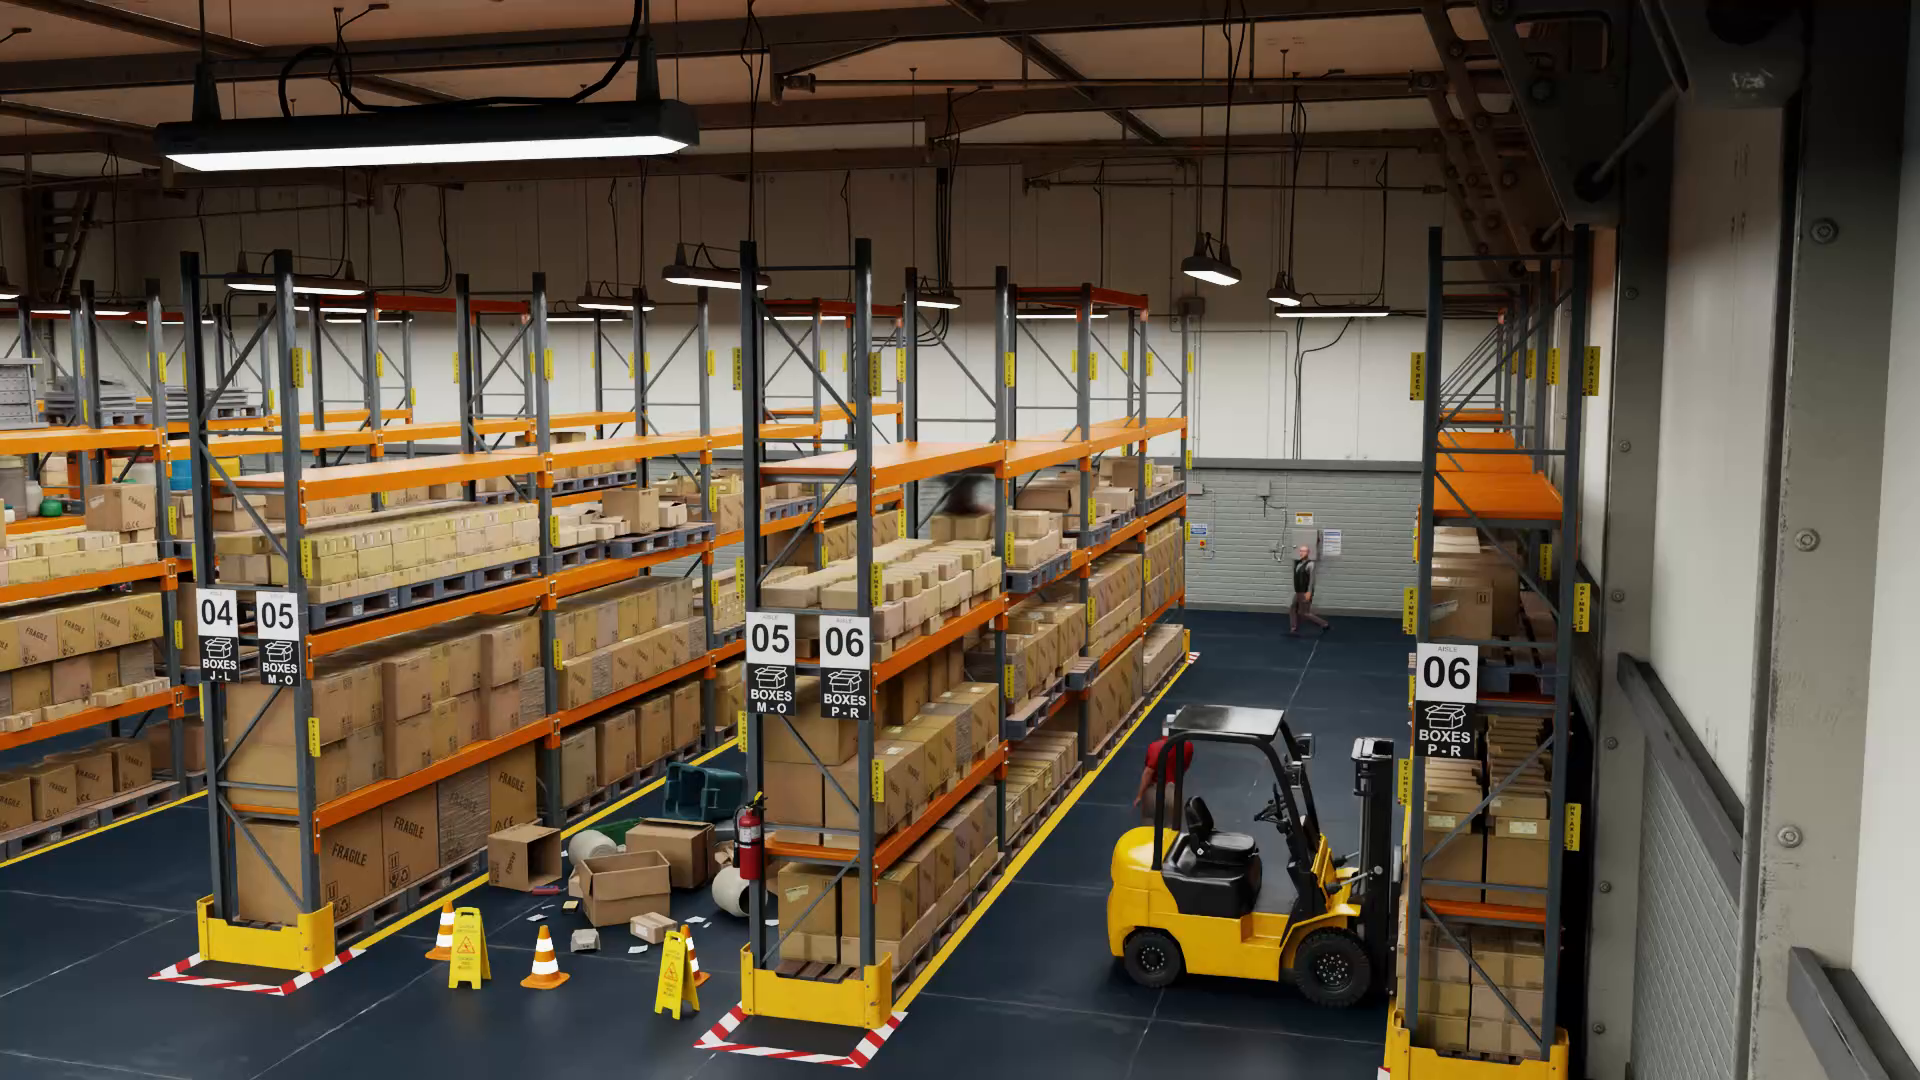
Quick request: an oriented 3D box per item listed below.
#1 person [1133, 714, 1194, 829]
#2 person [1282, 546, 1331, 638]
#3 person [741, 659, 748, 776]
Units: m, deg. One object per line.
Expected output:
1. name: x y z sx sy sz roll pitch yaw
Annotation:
1. person: 2.010 2.514 16.716 0.627 1.599 0.801 -1 7 -10
2. person: 6.287 0.947 30.147 0.856 1.688 0.553 1 6 9
3. person: -2.358 2.026 20.217 0.574 1.779 0.616 1 6 6
